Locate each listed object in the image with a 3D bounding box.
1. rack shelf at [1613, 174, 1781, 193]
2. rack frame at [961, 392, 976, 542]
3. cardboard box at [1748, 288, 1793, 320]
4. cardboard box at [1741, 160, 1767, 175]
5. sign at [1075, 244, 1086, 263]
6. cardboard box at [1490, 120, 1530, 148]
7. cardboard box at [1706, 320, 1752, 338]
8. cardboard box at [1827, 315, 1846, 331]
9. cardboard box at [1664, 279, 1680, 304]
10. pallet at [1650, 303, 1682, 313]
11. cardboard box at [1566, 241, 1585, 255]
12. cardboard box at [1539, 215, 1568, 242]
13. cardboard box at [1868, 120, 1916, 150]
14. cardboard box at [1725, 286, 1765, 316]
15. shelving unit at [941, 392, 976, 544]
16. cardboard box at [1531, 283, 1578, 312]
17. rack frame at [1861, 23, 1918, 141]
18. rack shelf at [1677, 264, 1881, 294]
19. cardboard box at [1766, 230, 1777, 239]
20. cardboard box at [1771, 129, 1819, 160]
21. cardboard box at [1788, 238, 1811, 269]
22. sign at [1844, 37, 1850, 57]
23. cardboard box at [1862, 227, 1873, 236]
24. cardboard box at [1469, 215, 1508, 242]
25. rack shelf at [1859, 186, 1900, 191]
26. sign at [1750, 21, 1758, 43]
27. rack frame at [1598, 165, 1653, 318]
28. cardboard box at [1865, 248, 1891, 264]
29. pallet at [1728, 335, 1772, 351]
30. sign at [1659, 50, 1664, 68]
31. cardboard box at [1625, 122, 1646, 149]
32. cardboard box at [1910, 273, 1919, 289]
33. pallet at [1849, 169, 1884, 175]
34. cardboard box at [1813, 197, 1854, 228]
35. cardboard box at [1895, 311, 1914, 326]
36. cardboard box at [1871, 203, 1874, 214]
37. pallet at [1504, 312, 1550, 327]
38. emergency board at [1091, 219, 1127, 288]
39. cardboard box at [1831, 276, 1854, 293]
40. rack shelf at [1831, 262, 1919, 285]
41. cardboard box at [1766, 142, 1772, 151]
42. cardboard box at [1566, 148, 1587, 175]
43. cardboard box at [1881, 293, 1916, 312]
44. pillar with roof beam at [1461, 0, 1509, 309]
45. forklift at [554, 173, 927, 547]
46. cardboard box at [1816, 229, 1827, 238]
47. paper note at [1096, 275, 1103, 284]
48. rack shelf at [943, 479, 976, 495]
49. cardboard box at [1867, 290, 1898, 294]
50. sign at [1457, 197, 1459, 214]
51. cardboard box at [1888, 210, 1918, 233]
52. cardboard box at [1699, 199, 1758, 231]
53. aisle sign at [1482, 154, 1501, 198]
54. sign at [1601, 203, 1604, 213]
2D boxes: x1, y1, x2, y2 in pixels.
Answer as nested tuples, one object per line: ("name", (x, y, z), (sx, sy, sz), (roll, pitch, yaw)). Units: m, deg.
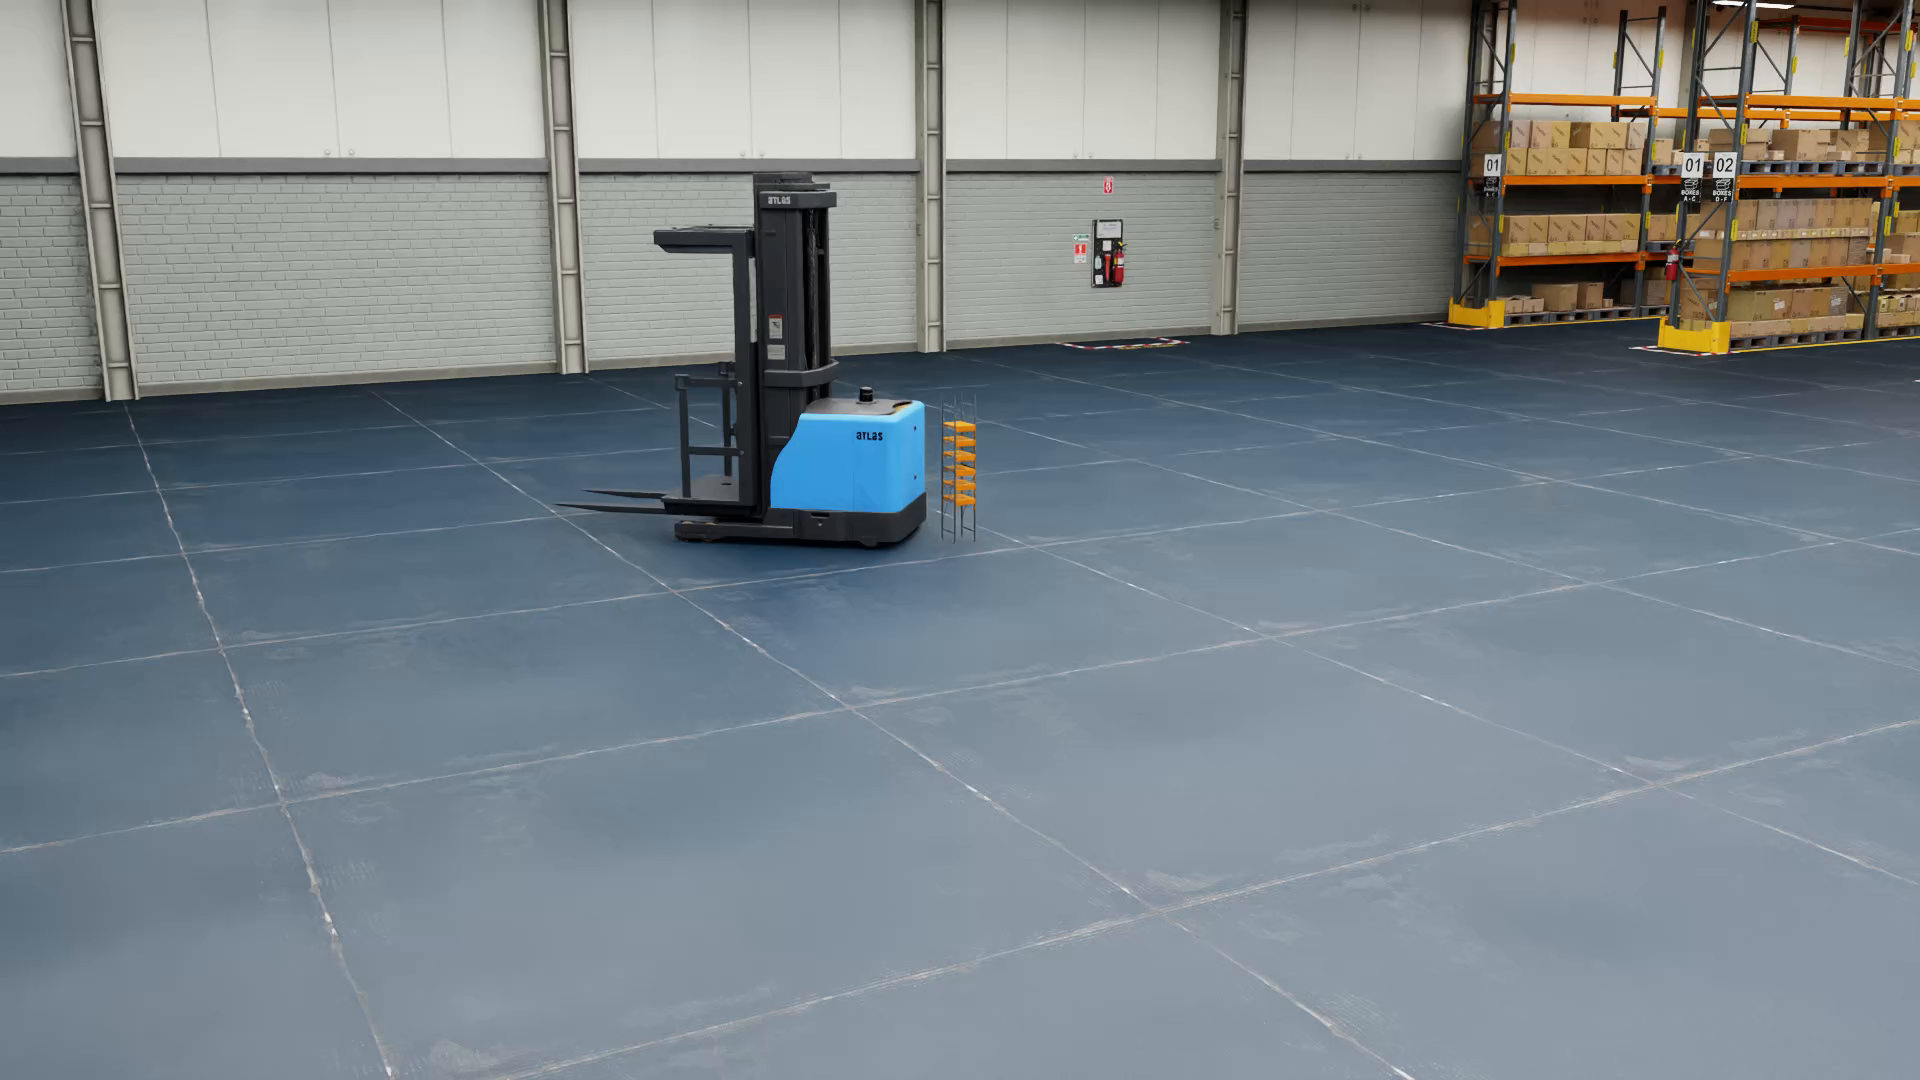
("rack shelf", (15.128, -7.344, 34.217), (4.000, 0.370, 1.077), (-7, 14, -28))
("rack frame", (0.068, -0.593, 13.513), (0.006, 1.200, 0.240), (-7, 14, -28))
("cardboard box", (13.686, -3.997, 28.137), (0.500, 0.500, 0.500), (-7, 14, -28))
("cardboard box", (16.381, -7.744, 34.513), (0.500, 0.311, 0.500), (-7, 14, -28))
("sign", (2.073, -4.936, 28.630), (0.234, 0.329, 0.001), (-7, 14, -28))
("cardboard box", (10.316, -7.604, 31.183), (0.500, 0.500, 0.500), (-8, 15, -32))
("cardboard box", (12.816, -3.523, 27.739), (0.500, 0.250, 0.500), (-7, 14, -28))
("cardboard box", (15.003, -3.789, 28.919), (0.500, 0.250, 0.500), (-7, 14, -28))
("cardboard box", (14.440, -5.161, 34.402), (0.500, 0.500, 0.700), (-7, 15, -29))
("pallet", (15.127, -4.872, 34.778), (1.213, 0.211, 1.003), (-7, 14, -28))
("cardboard box", (11.786, -5.690, 32.356), (0.500, 0.250, 0.500), (-7, 14, -27))
("cardboard box", (11.320, -5.999, 32.019), (0.500, 0.500, 0.500), (-7, 15, -30))
("cardboard box", (16.310, -7.085, 29.106), (0.500, 0.500, 0.500), (-7, 14, -27))
("cardboard box", (13.437, -4.097, 28.582), (0.500, 0.500, 0.500), (-7, 14, -28))
("shelving unit", (-0.013, -0.584, 13.471), (0.189, 1.200, 0.258), (-7, 14, -28))
("cardboard box", (11.680, -4.779, 32.702), (0.500, 0.500, 0.700), (-8, 15, -31))
("rack frame", (20.394, -9.790, 36.614), (0.127, 3.000, 1.000), (-7, 14, -28))
("rack shelf", (13.994, -4.506, 28.437), (4.000, 0.370, 1.077), (-7, 14, -28))
("cardboard box", (13.359, -5.092, 27.697), (0.250, 0.149, 0.380), (-7, 14, -29))
("cardboard box", (13.827, -6.554, 27.563), (0.500, 0.500, 0.500), (-7, 14, -28))
("cardboard box", (14.012, -4.905, 28.345), (0.500, 0.500, 0.700), (-6, 14, -26))
("sign", (15.479, -8.592, 28.982), (0.005, 0.325, 0.100), (-7, 14, -28))
("cardboard box", (15.613, -5.362, 28.900), (0.250, 0.149, 0.380), (-7, 14, -28))
("cardboard box", (10.173, -5.994, 31.997), (0.500, 0.500, 0.500), (-7, 14, -28))
("rack shelf", (22.150, -8.186, 37.957), (4.000, 0.370, 1.077), (-7, 14, -28))
("sign", (12.499, -7.998, 26.166), (0.005, 0.325, 0.100), (-7, 14, -28))
("rack frame", (13.372, -6.021, 33.533), (0.127, 3.000, 1.000), (-7, 14, -28))
("cardboard box", (16.161, -5.054, 29.577), (0.500, 0.250, 0.500), (-6, 14, -24))
("pallet", (12.890, -3.374, 28.122), (1.213, 0.211, 1.003), (-7, 14, -28))
("sign", (13.616, -9.336, 32.290), (0.005, 0.325, 0.100), (-7, 14, -28))
("cardboard box", (13.063, -7.926, 32.614), (0.500, 0.500, 0.500), (-8, 15, -33))
("cardboard box", (21.542, -5.959, 37.995), (0.500, 0.500, 0.700), (-7, 14, -28))
("pallet", (19.613, -8.127, 36.493), (1.217, 0.209, 0.805), (-8, 15, -30))
("cardboard box", (14.920, -5.648, 28.689), (0.500, 0.500, 0.700), (-7, 14, -28))
("cardboard box", (16.671, -3.979, 29.763), (0.500, 0.250, 0.500), (-6, 14, -26))
("cardboard box", (19.654, -7.282, 36.476), (0.500, 0.250, 0.500), (-6, 14, -27))
("pallet", (10.658, -4.327, 32.354), (1.213, 0.211, 1.003), (-7, 14, -28))
("emergency board", (2.608, -4.957, 28.804), (0.643, 1.169, 0.194), (-7, 14, -28))
("cardboard box", (19.107, -5.832, 36.629), (0.750, 0.750, 0.750), (-6, 14, -26))
("rack shelf", (17.505, -4.927, 30.307), (4.000, 0.370, 1.077), (-7, 14, -28))
("cardboard box", (13.611, -6.570, 28.066), (0.500, 0.311, 0.500), (-5, 14, -21))
("cardboard box", (11.677, -7.275, 31.998), (0.500, 0.500, 0.500), (-6, 14, -24))
("cardboard box", (16.673, -4.251, 29.696), (0.500, 0.311, 0.500), (-7, 14, -29))
("pillar with roof beam", (12.124, -7.938, 28.386), (0.548, 9.000, 9.100), (-7, 14, -28))
("forklift", (-1.855, -1.517, 13.675), (3.031, 2.935, 1.130), (3, 13, 12))
("cardboard box", (14.498, -5.229, 28.308), (0.250, 0.149, 0.380), (-6, 14, -26))
("paper note", (2.419, -4.522, 28.877), (0.142, 0.148, 0.016), (-7, 14, -28))
("rack shelf", (-0.013, -0.423, 13.507), (0.180, 0.103, 0.258), (-7, 14, -28))
("cardboard box", (16.860, -4.410, 30.402), (0.500, 0.311, 0.500), (-7, 14, -28))
("sign", (9.613, -6.429, 31.986), (0.005, 0.325, 0.100), (-7, 14, -28))
("cardboard box", (20.878, -7.063, 37.479), (0.700, 0.700, 0.980), (-7, 14, -27))
("cardboard box", (12.701, -5.380, 27.502), (0.500, 0.500, 0.700), (-7, 14, -28))
("aisle sign", (9.942, -6.803, 31.087), (0.004, 0.787, 0.394), (-7, 14, -28))
("sign", (13.103, -6.693, 33.879), (0.005, 0.325, 0.100), (-7, 14, -28))
